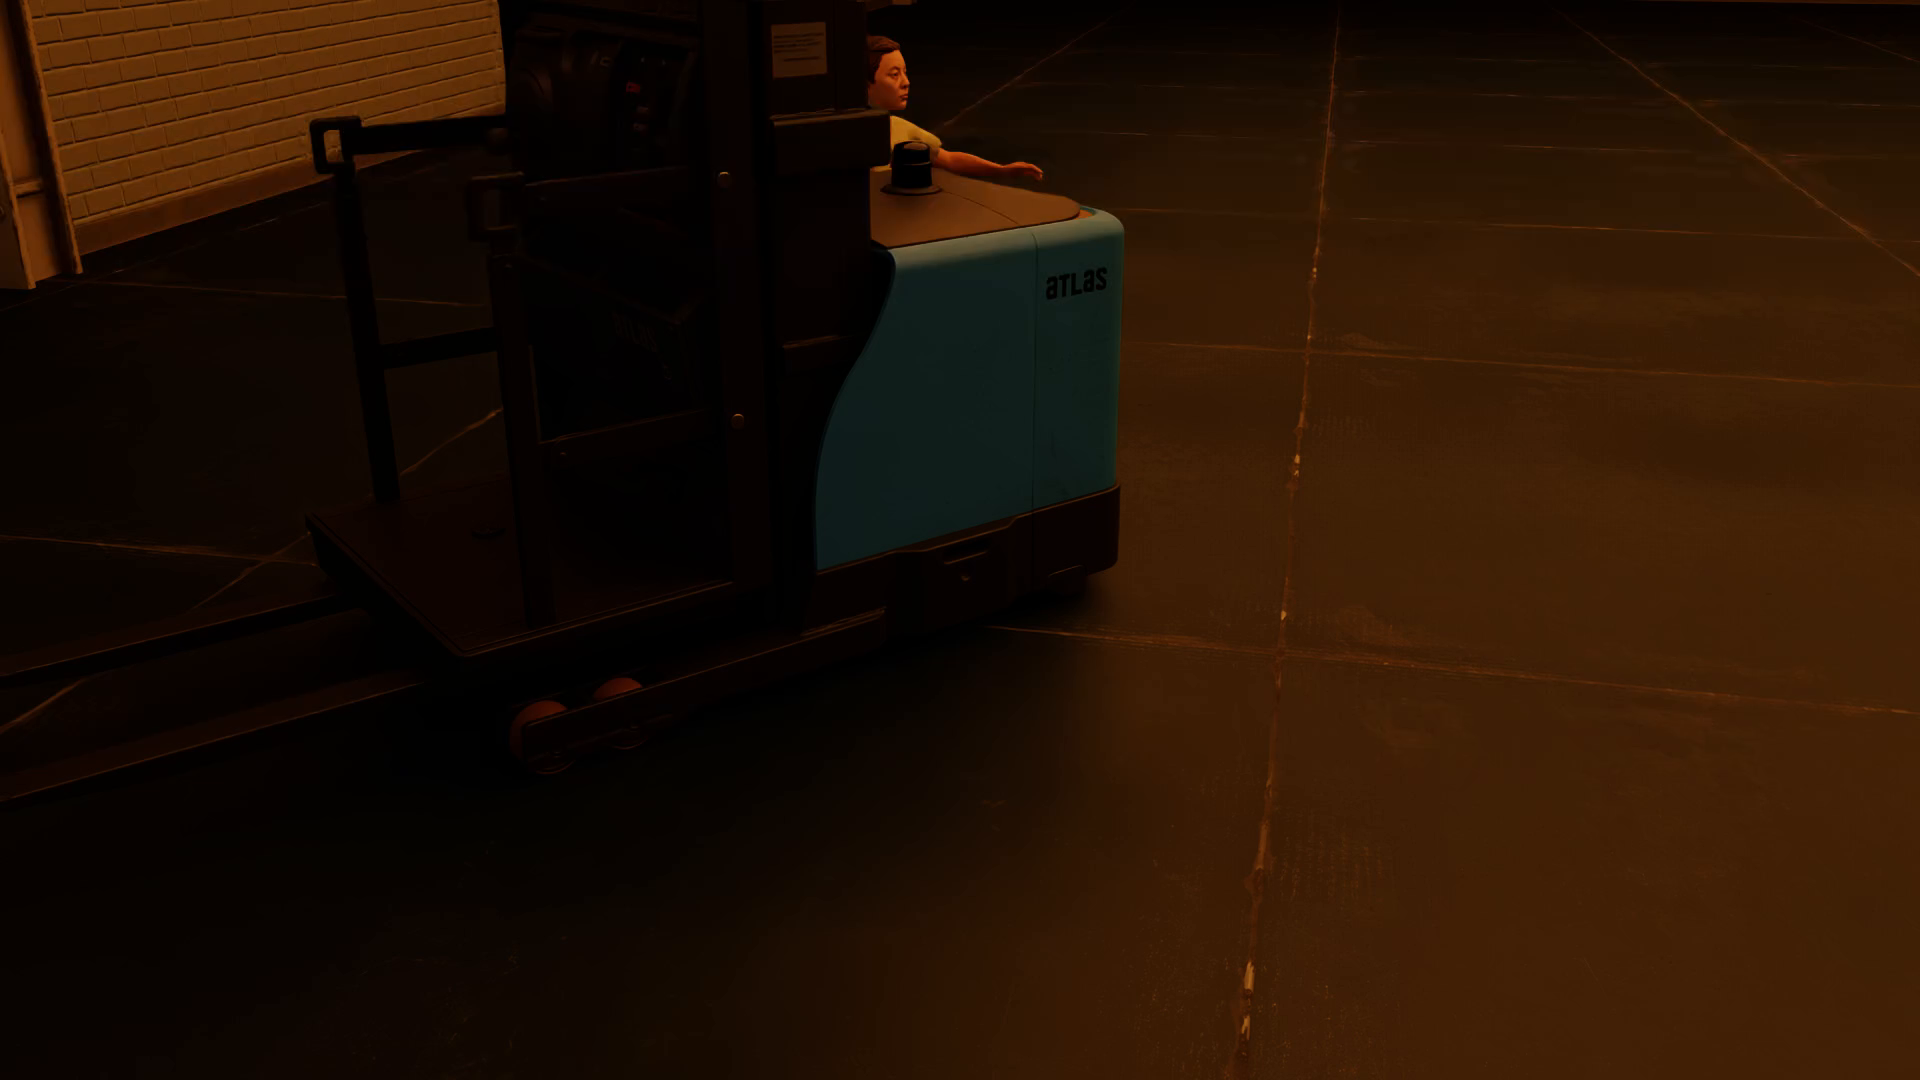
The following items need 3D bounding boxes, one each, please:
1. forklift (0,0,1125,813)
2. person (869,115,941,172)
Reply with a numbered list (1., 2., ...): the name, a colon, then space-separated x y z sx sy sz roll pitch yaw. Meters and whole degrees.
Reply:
1. forklift: -1.025 -1.043 3.825 3.031 2.935 1.130 -16 27 -34
2. person: -0.109 -0.858 5.578 0.702 1.134 0.648 9 24 20
